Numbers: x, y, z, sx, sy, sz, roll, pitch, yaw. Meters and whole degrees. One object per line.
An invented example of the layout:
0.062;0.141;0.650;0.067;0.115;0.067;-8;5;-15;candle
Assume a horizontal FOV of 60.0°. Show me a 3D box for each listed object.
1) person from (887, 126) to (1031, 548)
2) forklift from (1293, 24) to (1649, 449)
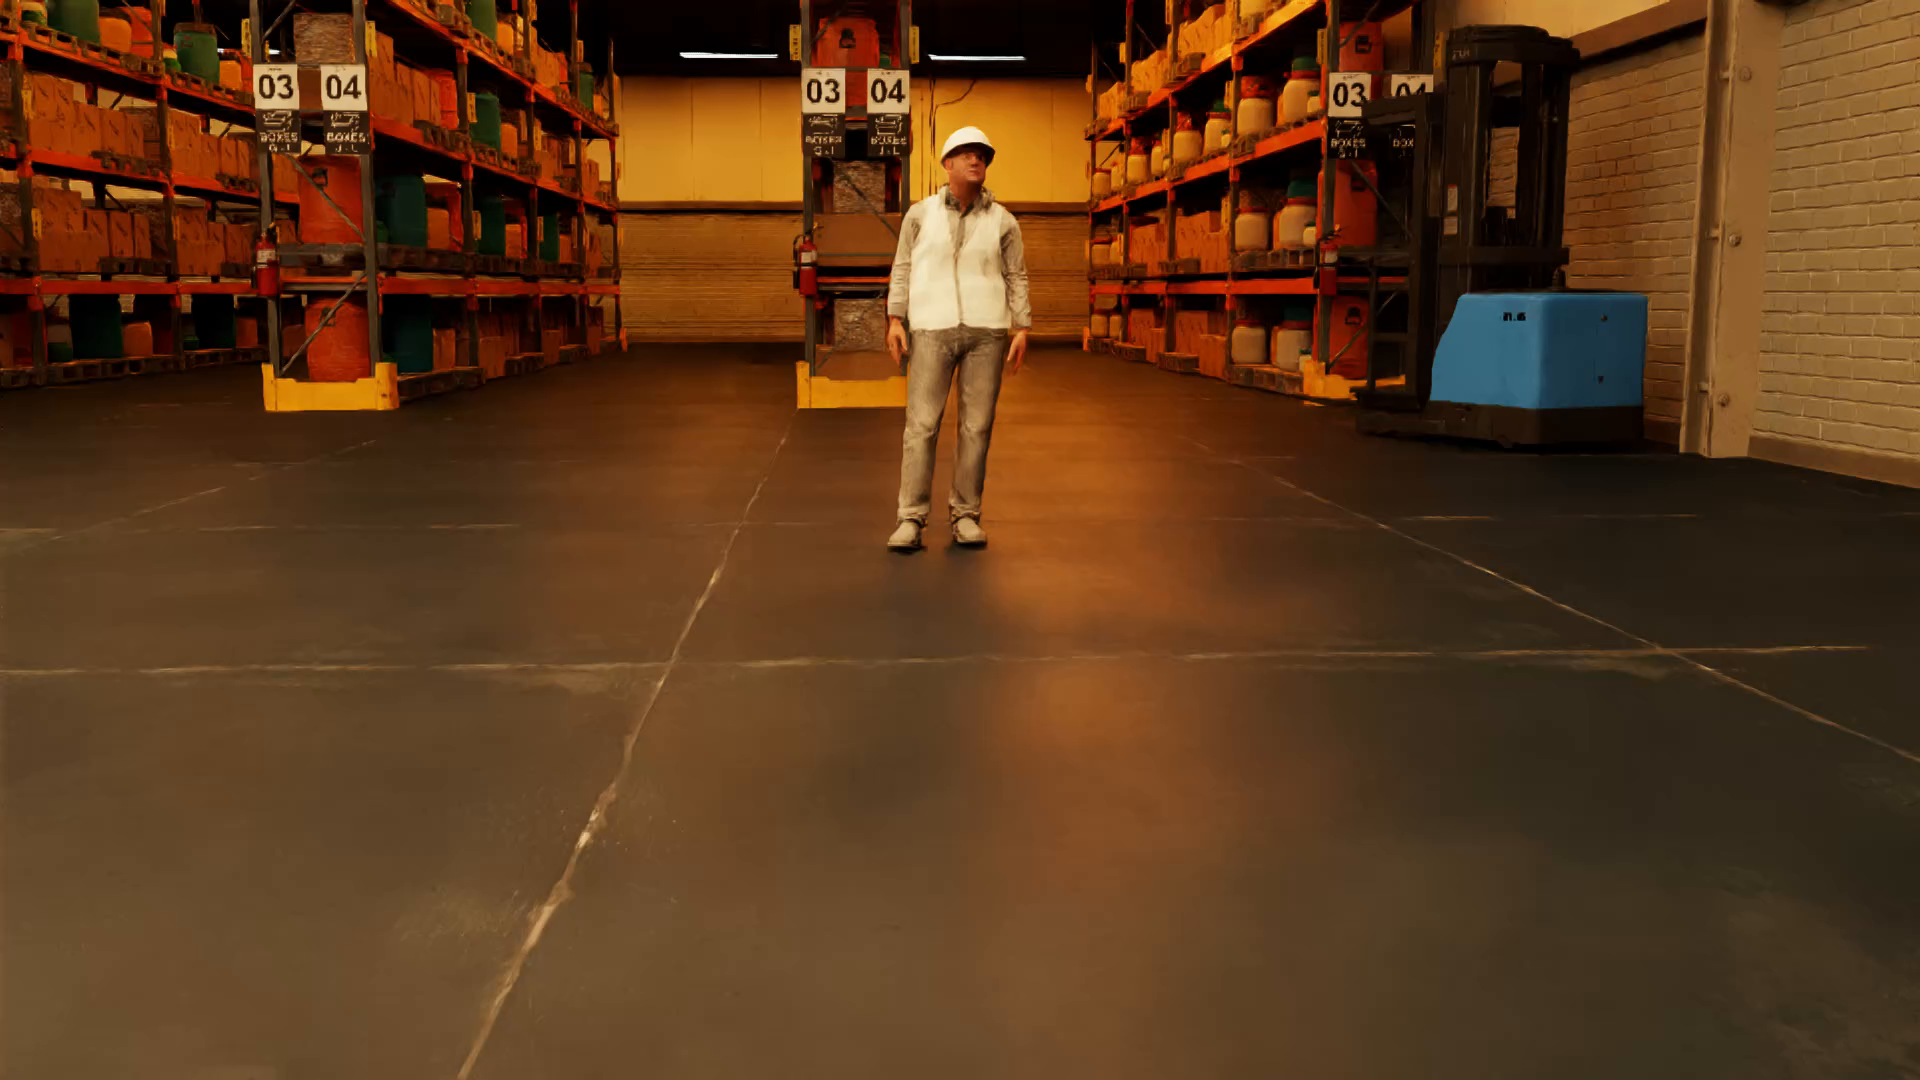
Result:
-0.004;-0.876;7.116;0.632;1.773;0.567;-1;8;-4;person
3.691;-2.249;12.478;1.130;2.935;3.031;-4;9;-23;forklift
